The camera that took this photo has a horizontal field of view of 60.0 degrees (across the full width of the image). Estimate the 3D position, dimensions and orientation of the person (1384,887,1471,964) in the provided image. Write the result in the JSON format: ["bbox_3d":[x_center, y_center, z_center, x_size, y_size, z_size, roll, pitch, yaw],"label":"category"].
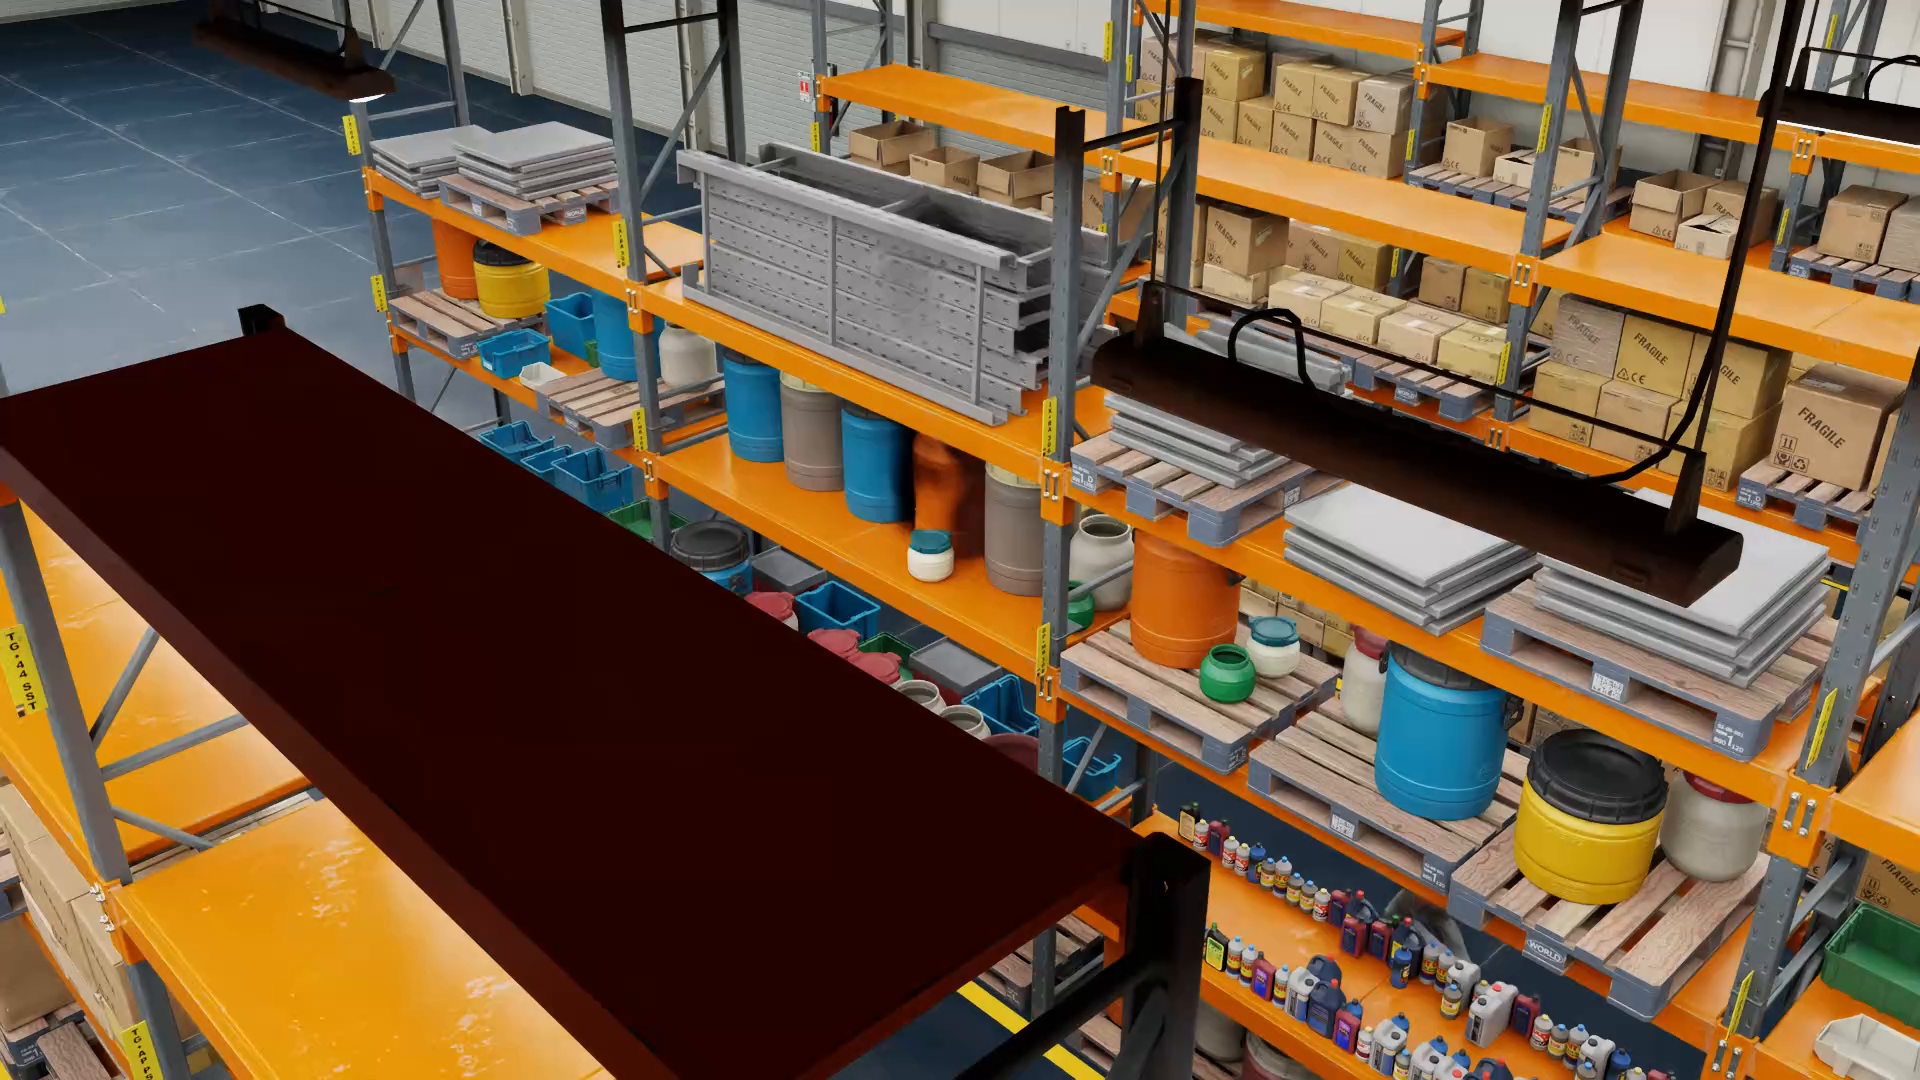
[{"bbox_3d":[3.114,2.187,11.020,0.837,1.666,0.652,20,34,32],"label":"person"}]
